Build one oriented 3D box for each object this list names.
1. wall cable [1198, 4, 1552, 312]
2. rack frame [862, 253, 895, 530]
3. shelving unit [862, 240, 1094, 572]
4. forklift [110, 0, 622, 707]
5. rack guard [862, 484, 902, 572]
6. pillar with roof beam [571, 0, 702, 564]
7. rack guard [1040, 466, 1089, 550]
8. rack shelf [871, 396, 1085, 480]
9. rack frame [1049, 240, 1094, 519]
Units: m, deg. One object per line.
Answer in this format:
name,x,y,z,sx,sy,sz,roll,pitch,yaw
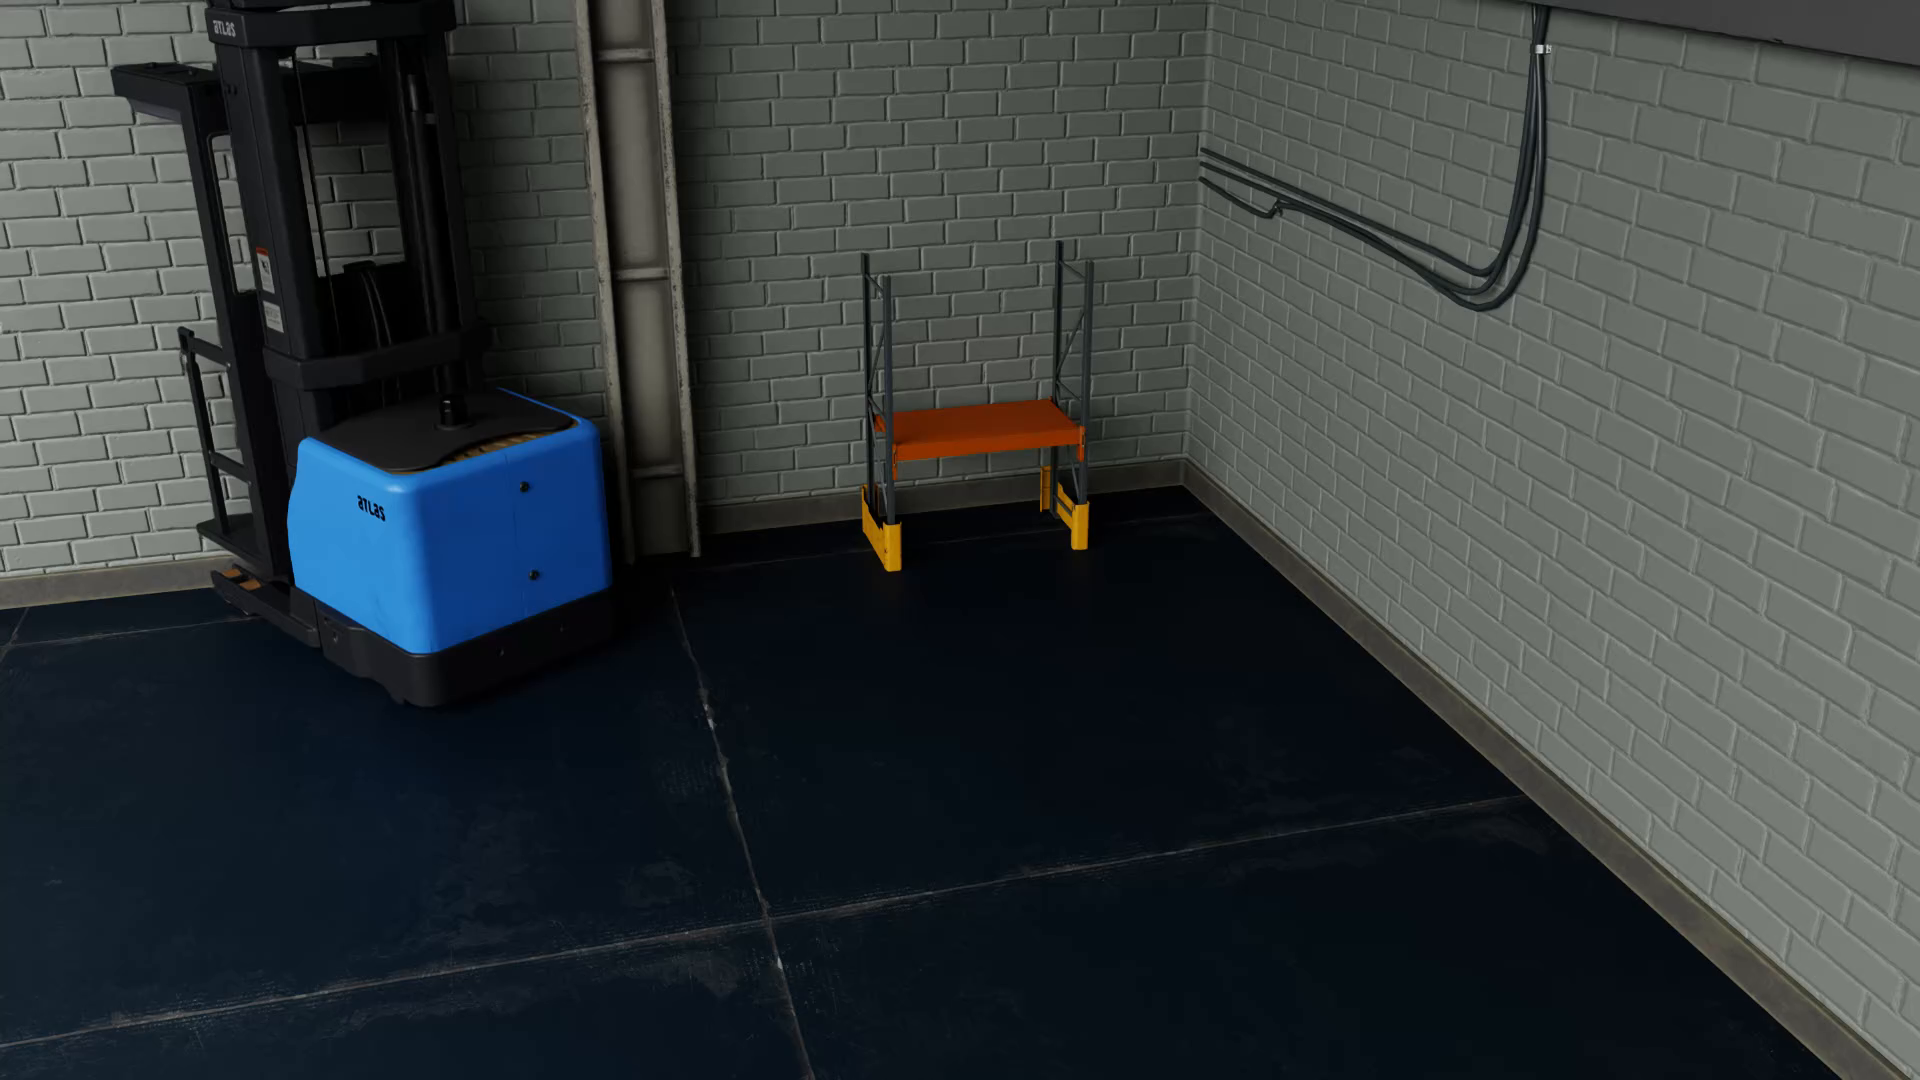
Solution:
wall cable,1.634,-2.475,7.043,0.112,2.526,3.097,-6,24,-14
rack frame,-0.407,-0.644,8.349,0.032,1.500,0.500,-6,24,-14
shelving unit,0.073,-0.697,8.473,1.083,1.500,0.587,-6,24,-14
forklift,-2.974,-1.123,7.650,3.031,2.935,1.130,20,30,39
rack guard,-0.406,-0.070,8.596,0.087,0.250,0.587,-6,24,-14
pillar with roof beam,-0.397,-2.455,3.060,0.400,9.000,9.100,-6,24,-14
rack guard,0.553,-0.176,8.843,0.087,0.250,0.587,-6,24,-14
rack shelf,0.082,-0.533,8.546,1.000,0.185,0.538,-6,24,-14
rack frame,0.572,-0.752,8.602,0.032,1.500,0.500,-6,24,-14
